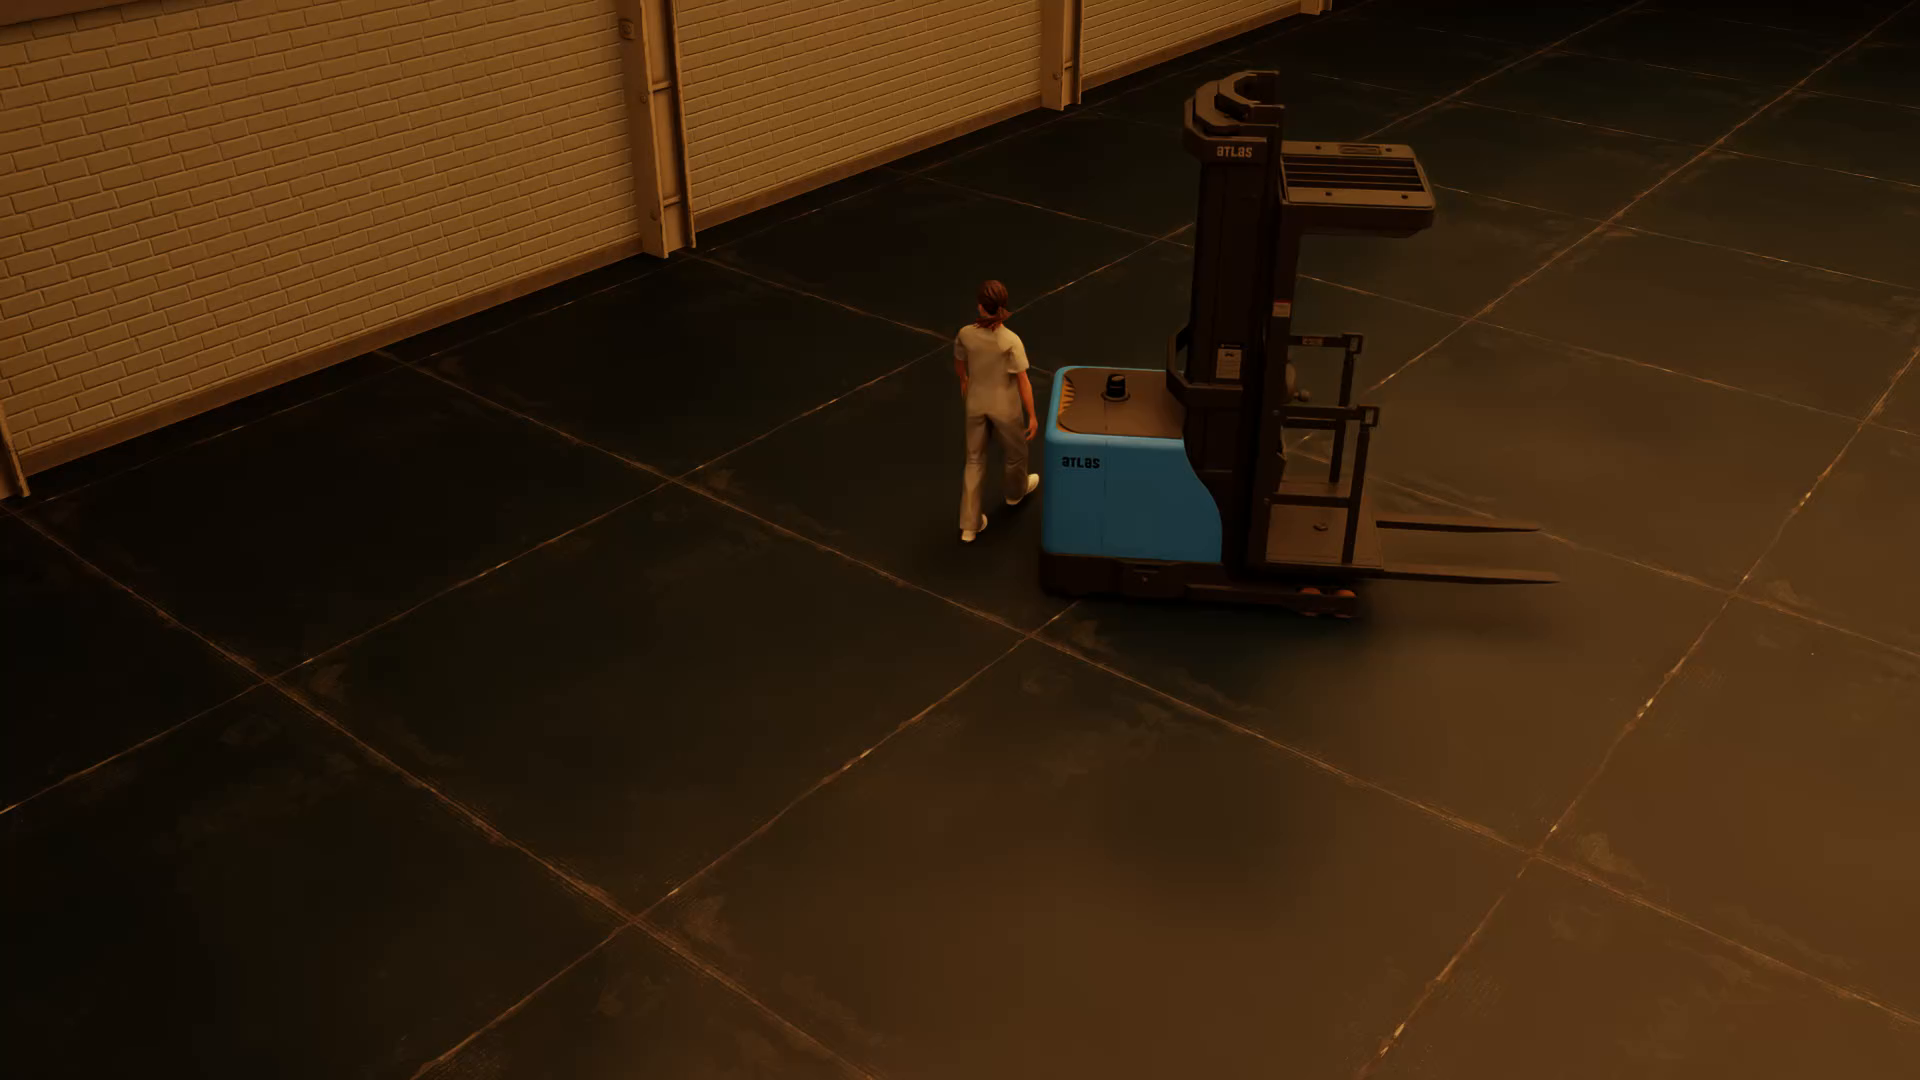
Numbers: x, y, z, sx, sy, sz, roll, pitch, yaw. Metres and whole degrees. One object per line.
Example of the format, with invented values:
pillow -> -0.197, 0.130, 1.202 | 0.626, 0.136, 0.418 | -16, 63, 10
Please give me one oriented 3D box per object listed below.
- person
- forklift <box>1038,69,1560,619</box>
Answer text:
person -> 0.253, -0.860, 10.353 | 0.624, 1.640, 0.814 | 12, 33, 20
forklift -> 2.021, -1.091, 9.463 | 3.031, 2.935, 1.130 | 3, 30, 6
